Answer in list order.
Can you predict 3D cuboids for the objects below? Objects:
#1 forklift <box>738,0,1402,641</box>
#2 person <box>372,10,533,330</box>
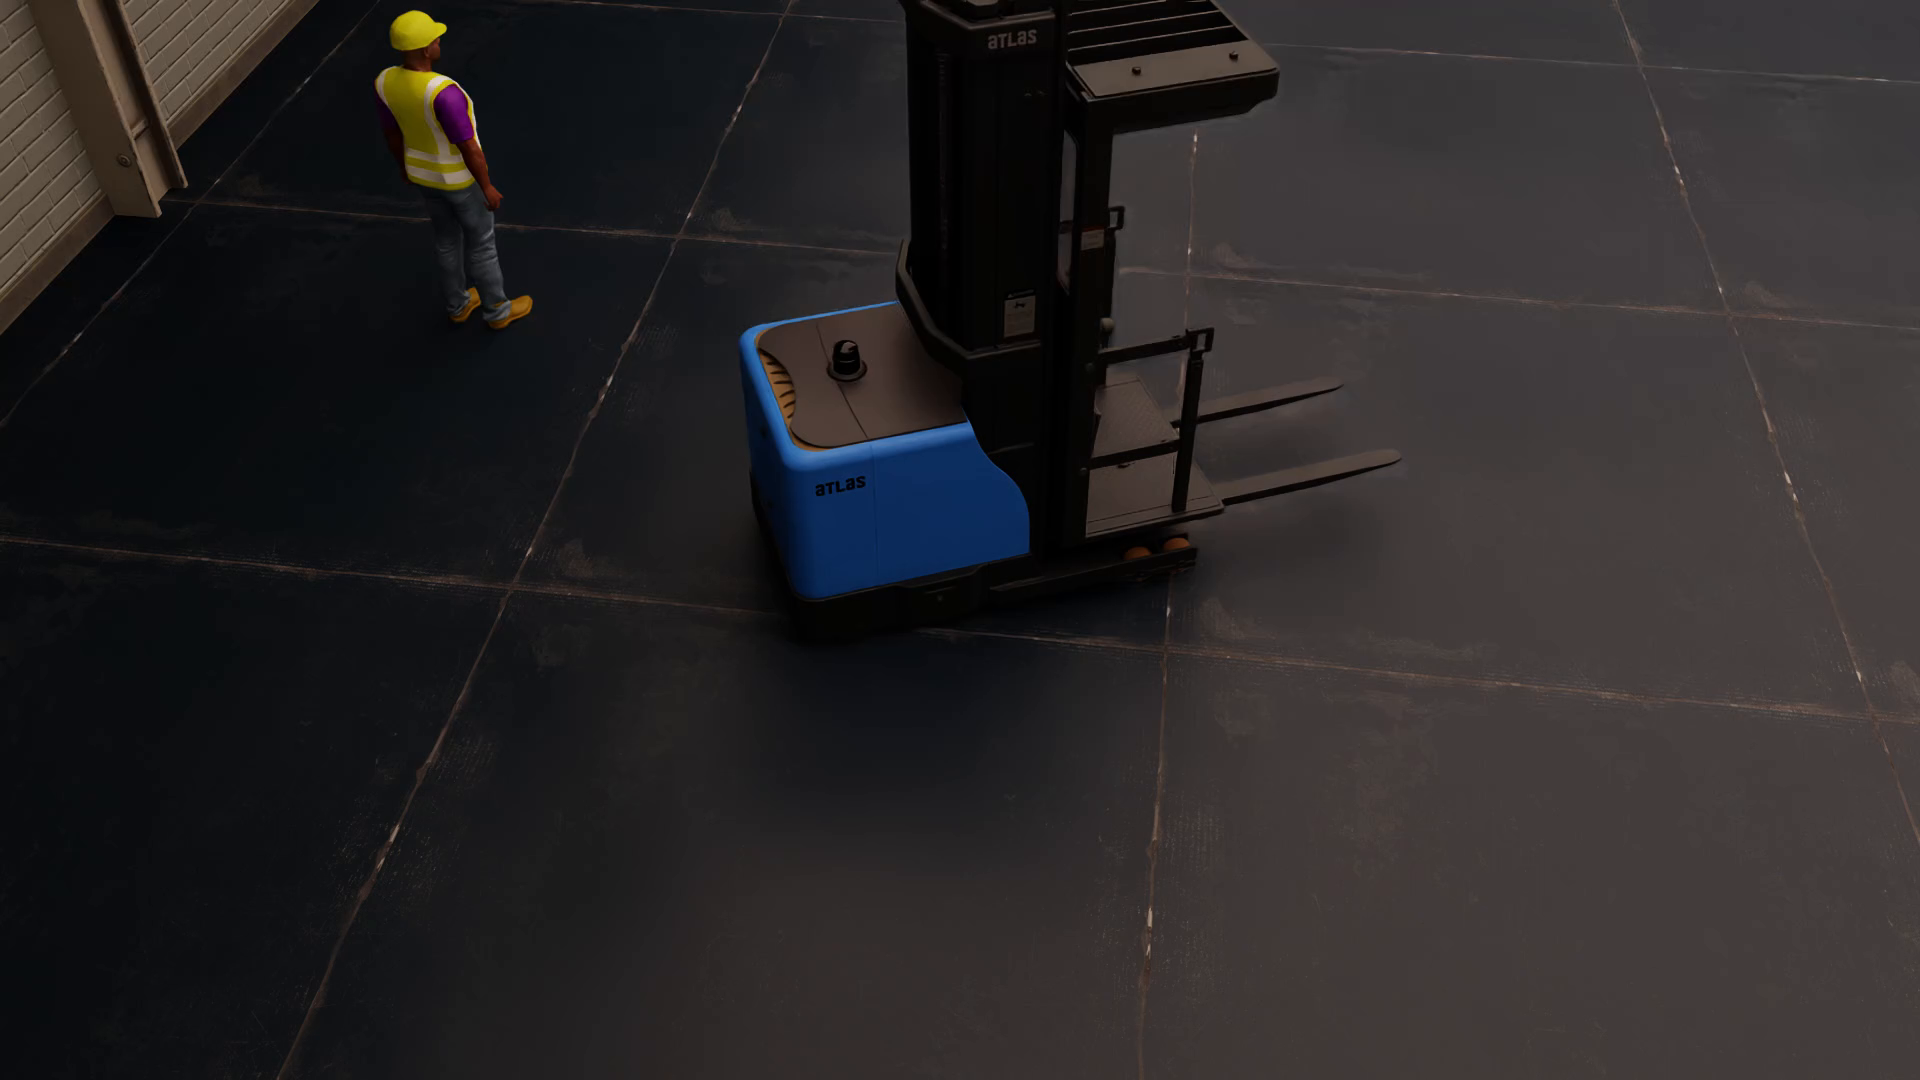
[{"bbox_3d":[0.583,-1.215,7.047,3.031,2.935,1.130,-12,44,-13],"label":"forklift"},{"bbox_3d":[-2.649,-1.913,8.669,0.614,1.771,0.387,18,45,18],"label":"person"}]
